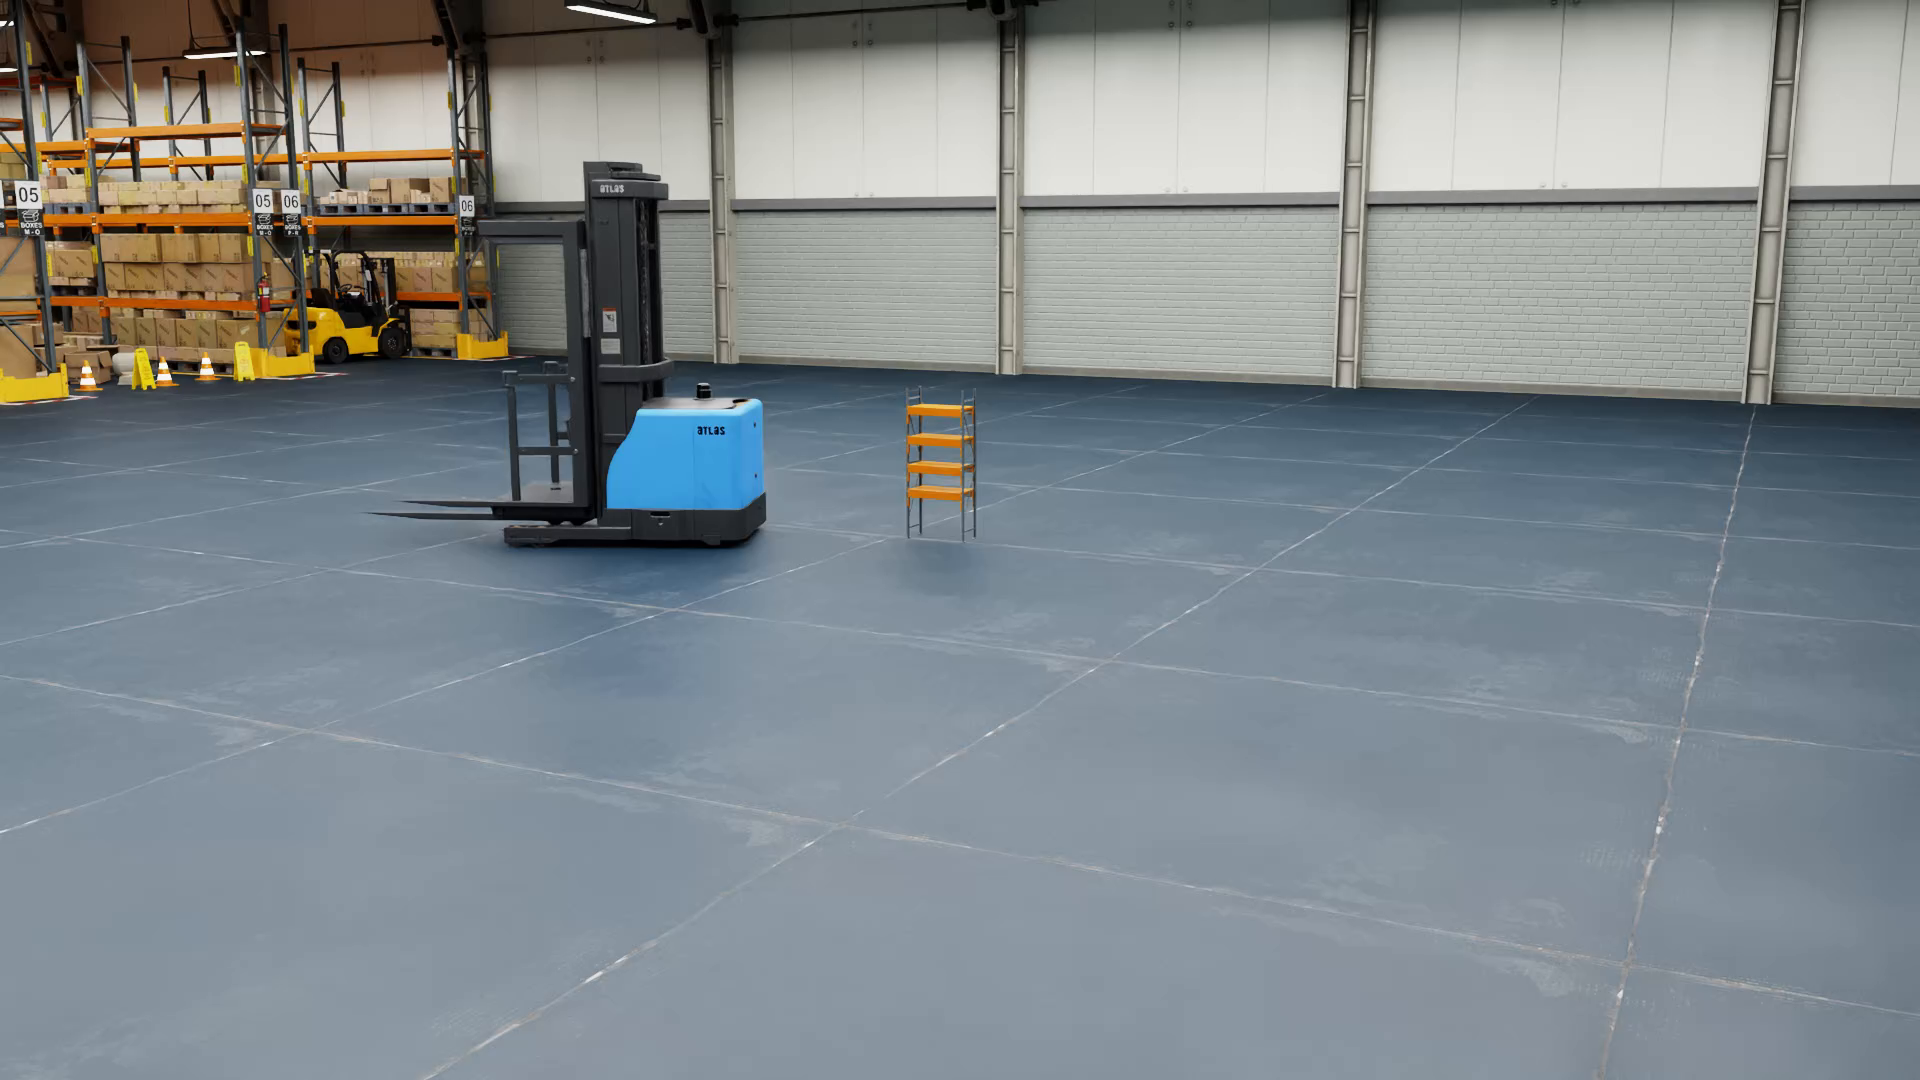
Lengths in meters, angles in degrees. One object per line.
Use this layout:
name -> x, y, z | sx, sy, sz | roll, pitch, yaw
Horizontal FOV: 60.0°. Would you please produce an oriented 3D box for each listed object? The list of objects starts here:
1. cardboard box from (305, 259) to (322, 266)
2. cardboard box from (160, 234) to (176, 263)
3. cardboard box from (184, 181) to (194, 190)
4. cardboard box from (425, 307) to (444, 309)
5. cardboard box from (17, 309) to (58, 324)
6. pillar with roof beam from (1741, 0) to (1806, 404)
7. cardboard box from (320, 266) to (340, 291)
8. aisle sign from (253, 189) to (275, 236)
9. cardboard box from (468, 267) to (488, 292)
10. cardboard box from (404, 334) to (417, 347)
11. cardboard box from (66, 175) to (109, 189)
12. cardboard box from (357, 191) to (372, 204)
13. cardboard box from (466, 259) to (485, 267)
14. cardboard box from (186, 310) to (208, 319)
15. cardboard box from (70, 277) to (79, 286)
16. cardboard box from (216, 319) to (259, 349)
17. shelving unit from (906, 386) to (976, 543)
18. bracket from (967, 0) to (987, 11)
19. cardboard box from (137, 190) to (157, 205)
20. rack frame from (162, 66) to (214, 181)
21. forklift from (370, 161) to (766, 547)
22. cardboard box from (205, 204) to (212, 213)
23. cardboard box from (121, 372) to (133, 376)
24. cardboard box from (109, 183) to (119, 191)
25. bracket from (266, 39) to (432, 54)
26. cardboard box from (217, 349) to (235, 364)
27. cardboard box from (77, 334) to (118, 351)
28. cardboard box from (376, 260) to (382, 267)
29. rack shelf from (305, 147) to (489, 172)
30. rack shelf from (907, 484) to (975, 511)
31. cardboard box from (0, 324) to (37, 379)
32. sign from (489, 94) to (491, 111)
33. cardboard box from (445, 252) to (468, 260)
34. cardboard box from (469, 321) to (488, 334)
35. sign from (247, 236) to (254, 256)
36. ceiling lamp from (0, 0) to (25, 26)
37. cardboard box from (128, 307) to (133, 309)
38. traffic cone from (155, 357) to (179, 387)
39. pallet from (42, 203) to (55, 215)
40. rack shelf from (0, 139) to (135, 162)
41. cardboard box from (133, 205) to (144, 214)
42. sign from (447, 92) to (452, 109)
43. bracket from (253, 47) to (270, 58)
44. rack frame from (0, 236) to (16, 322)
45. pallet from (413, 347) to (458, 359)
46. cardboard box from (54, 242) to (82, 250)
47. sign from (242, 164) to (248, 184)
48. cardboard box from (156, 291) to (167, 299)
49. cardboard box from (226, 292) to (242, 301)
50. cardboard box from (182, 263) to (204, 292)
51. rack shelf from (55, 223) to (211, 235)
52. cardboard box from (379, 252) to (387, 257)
cardboard box -> -13.653, -5.847, 35.015 | 0.250, 0.149, 0.380 | 5, 12, 28
cardboard box -> -13.749, -5.199, 29.608 | 0.500, 0.500, 0.700 | 5, 11, 25
cardboard box -> -13.384, -6.221, 29.223 | 0.250, 0.149, 0.380 | 5, 11, 24
cardboard box -> -10.902, -4.666, 34.323 | 0.500, 0.250, 0.500 | 5, 11, 25
cardboard box -> -21.823, -5.191, 39.330 | 0.500, 0.500, 0.700 | 5, 11, 24
pillar with roof beam -> 9.731, -5.745, 19.703 | 0.400, 9.000, 9.100 | 5, 11, 26
cardboard box -> -12.966, -5.460, 34.696 | 0.500, 0.500, 0.500 | 5, 11, 24
aisle sign -> -11.927, -5.607, 28.491 | 0.004, 0.787, 0.394 | 5, 11, 26
cardboard box -> -9.983, -5.305, 33.839 | 0.500, 0.500, 0.500 | 5, 12, 28
cardboard box -> -11.109, -4.094, 33.971 | 0.500, 0.250, 0.500 | 5, 11, 26
cardboard box -> -16.018, -6.575, 30.551 | 0.500, 0.250, 0.500 | 5, 12, 27
cardboard box -> -12.052, -6.988, 33.913 | 0.258, 0.266, 0.396 | 5, 11, 24
cardboard box -> -9.851, -5.609, 33.697 | 0.250, 0.149, 0.380 | 5, 11, 24
cardboard box -> -13.507, -4.002, 29.536 | 0.250, 0.149, 0.380 | 6, 12, 28
cardboard box -> -16.254, -4.798, 30.843 | 0.250, 0.149, 0.380 | 5, 11, 24
cardboard box -> -12.689, -3.624, 29.265 | 0.500, 0.500, 0.500 | 5, 11, 26
shelving unit -> -0.148, -0.603, 13.195 | 0.503, 1.200, 0.258 | 5, 11, 26
bracket -> 0.345, -9.125, 28.273 | 0.430, 0.232, 0.235 | 5, 11, 26
cardboard box -> -14.258, -6.084, 29.587 | 0.500, 0.250, 0.500 | 5, 11, 26
rack frame -> -16.836, -8.755, 36.336 | 0.127, 3.000, 1.000 | 5, 11, 26
forklift -> -3.141, -1.478, 13.167 | 3.031, 2.935, 1.130 | 1, 10, 4
cardboard box -> -12.957, -5.787, 29.063 | 0.250, 0.149, 0.380 | 5, 11, 26
cardboard box -> -13.923, -2.757, 28.047 | 0.380, 0.149, 0.250 | -7, 12, -33
cardboard box -> -15.058, -6.347, 29.918 | 0.250, 0.149, 0.380 | 5, 12, 28
bracket -> -12.727, -10.274, 34.620 | 4.783, 0.066, 0.076 | 5, 11, 26
cardboard box -> -12.720, -3.256, 29.338 | 0.500, 0.250, 0.500 | 5, 11, 26
cardboard box -> -15.913, -3.649, 31.170 | 0.625, 0.372, 0.950 | 5, 11, 27
cardboard box -> -11.702, -5.664, 34.000 | 0.250, 0.149, 0.380 | 5, 11, 25
rack shelf -> -11.455, -7.731, 33.823 | 4.000, 0.370, 1.077 | 5, 11, 26
rack shelf -> -0.148, -0.342, 13.243 | 0.480, 0.148, 0.258 | 5, 11, 26
cardboard box -> -14.592, -2.785, 24.982 | 0.875, 0.875, 0.875 | 5, 11, 26
sign -> -9.411, -8.750, 33.242 | 0.005, 0.325, 0.100 | 5, 11, 26
cardboard box -> -10.076, -5.682, 33.264 | 0.250, 0.149, 0.380 | 5, 11, 26
cardboard box -> -9.991, -4.342, 33.938 | 0.500, 0.250, 0.500 | 5, 12, 27
sign -> -12.118, -5.018, 28.393 | 0.005, 0.325, 0.100 | 5, 11, 26
ceiling lamp -> -16.288, -10.160, 27.707 | 2.000, 3.185, 0.800 | 5, 11, 26
cardboard box -> -18.568, -5.206, 37.591 | 0.250, 0.149, 0.380 | 4, 11, 23
traffic cone -> -12.997, -2.755, 27.152 | 0.334, 0.463, 0.336 | 5, 11, 26
pallet -> -16.880, -6.225, 31.308 | 1.003, 0.211, 1.213 | 5, 11, 26
rack shelf -> -17.235, -7.253, 31.183 | 4.000, 0.370, 1.077 | 5, 11, 26
cardboard box -> -14.583, -5.926, 29.832 | 0.250, 0.149, 0.380 | 5, 12, 28
sign -> -9.915, -8.538, 32.290 | 0.005, 0.325, 0.100 | 5, 11, 26
bracket -> -15.053, -10.478, 35.749 | 0.430, 0.232, 0.235 | 5, 11, 26
rack frame -> -19.029, -5.010, 32.488 | 0.127, 3.000, 1.000 | 5, 11, 26
pallet -> -10.366, -3.854, 33.931 | 1.213, 0.211, 1.003 | 5, 11, 26
cardboard box -> -16.580, -5.469, 30.906 | 0.250, 0.149, 0.380 | 5, 11, 24
sign -> -12.118, -6.204, 28.178 | 0.005, 0.325, 0.100 | 5, 11, 26
cardboard box -> -14.158, -4.393, 29.784 | 0.250, 0.149, 0.380 | 5, 11, 26
cardboard box -> -12.561, -4.253, 29.014 | 0.250, 0.149, 0.380 | 5, 11, 25
cardboard box -> -13.357, -4.654, 29.406 | 0.500, 0.500, 0.500 | 5, 11, 26
rack shelf -> -18.630, -7.082, 37.538 | 4.000, 0.370, 1.077 | 5, 11, 26
cardboard box -> -11.673, -5.824, 34.051 | 0.250, 0.149, 0.380 | 5, 11, 26
